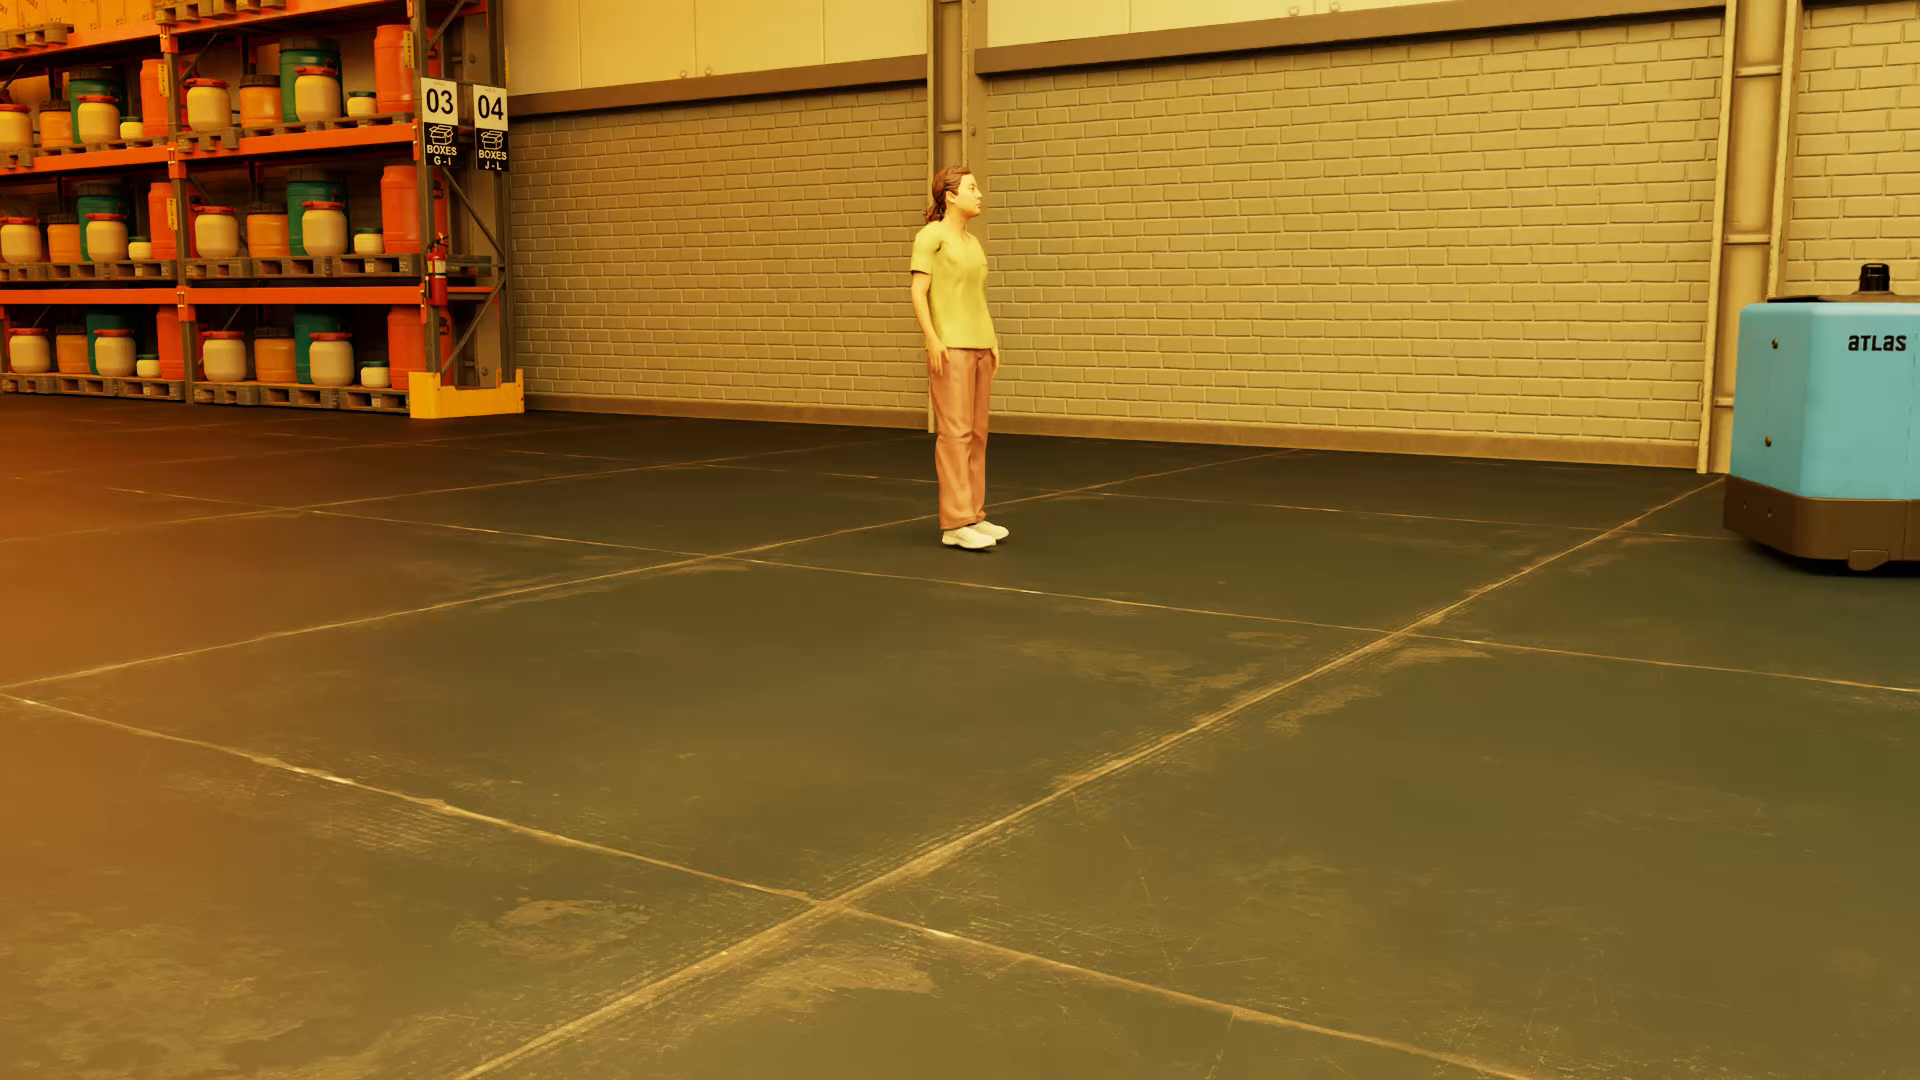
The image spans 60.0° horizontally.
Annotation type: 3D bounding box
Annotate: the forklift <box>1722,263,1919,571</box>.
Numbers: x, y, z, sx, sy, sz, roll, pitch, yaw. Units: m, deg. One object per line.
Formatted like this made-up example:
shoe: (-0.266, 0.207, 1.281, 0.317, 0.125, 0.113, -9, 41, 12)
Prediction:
forklift: (4.885, -1.350, 6.686, 3.031, 2.935, 1.130, 1, 8, 7)

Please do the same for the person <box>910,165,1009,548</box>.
person: (0.054, -0.830, 7.434, 0.549, 1.675, 0.553, 5, 10, 34)
